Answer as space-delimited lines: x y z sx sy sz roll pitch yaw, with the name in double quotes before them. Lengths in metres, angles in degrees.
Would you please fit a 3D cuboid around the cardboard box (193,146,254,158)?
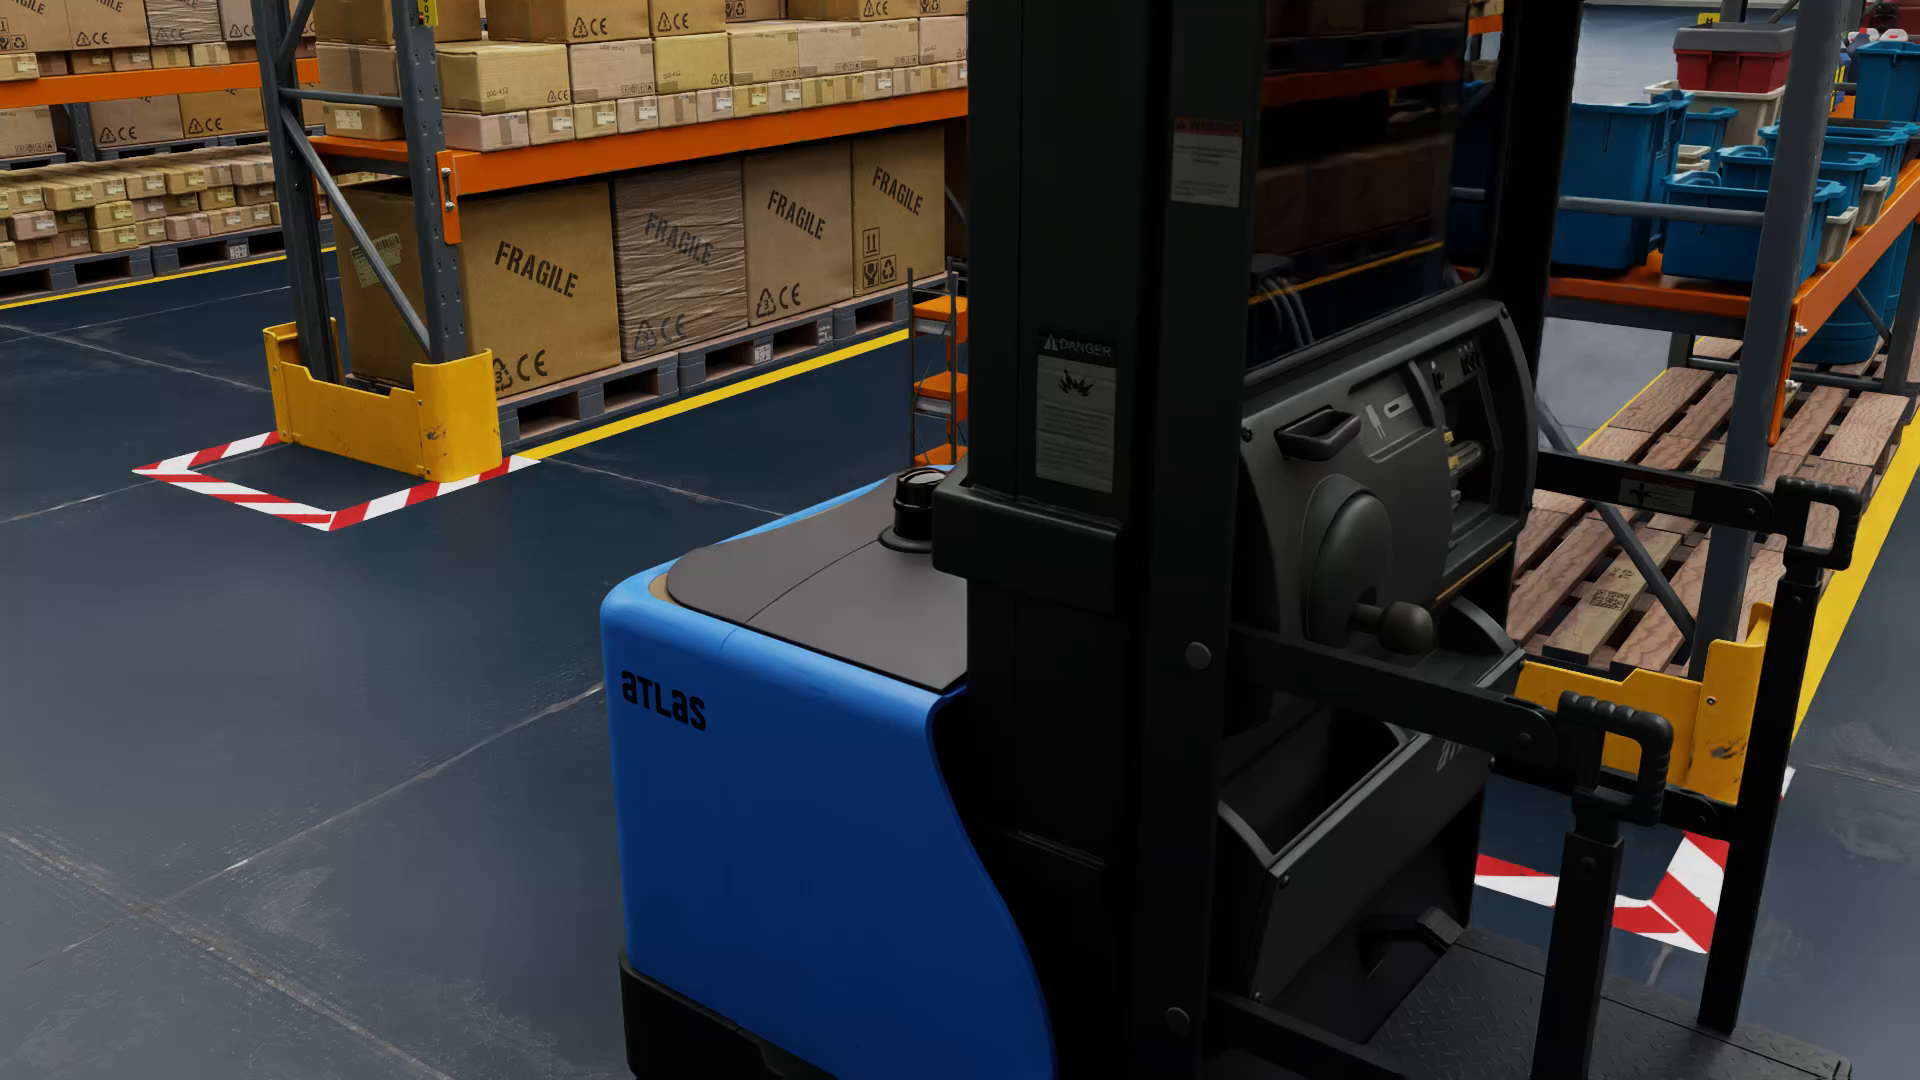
"cardboard box" -5.309 -2.743 12.003 0.380 0.149 0.250 14 24 33

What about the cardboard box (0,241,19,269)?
"cardboard box" -5.990 -1.749 10.172 0.380 0.149 0.250 14 24 33

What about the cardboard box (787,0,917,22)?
"cardboard box" -0.578 -3.046 8.883 0.500 0.500 0.500 14 24 32

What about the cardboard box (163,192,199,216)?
"cardboard box" -5.354 -2.288 11.203 0.380 0.149 0.250 15 25 35

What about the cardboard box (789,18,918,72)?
"cardboard box" -0.575 -2.695 9.013 0.500 0.250 0.500 14 25 33

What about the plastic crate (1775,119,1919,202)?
"plastic crate" 2.912 -1.259 5.499 0.416 0.233 0.300 13 24 32

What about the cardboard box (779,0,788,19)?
"cardboard box" -1.019 -3.146 9.152 0.500 0.500 0.500 13 24 32

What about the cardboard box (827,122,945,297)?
"cardboard box" -0.692 -1.979 9.748 0.875 0.875 0.875 13 24 32

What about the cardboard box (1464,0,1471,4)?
"cardboard box" 4.546 -5.551 16.375 0.875 0.500 0.500 13 24 32

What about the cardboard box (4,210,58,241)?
"cardboard box" -5.842 -1.968 10.337 0.380 0.149 0.250 13 24 32

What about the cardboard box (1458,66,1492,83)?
"cardboard box" 5.450 -4.890 18.158 0.500 0.500 0.500 16 26 37

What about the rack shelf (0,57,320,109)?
"rack shelf" -5.425 -3.037 11.189 1.077 0.370 4.000 13 24 32

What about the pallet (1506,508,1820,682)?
"pallet" 2.088 0.240 5.311 1.003 0.211 1.213 13 24 32

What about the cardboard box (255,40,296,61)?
"cardboard box" -4.815 -3.390 11.468 0.380 0.149 0.250 12 23 30

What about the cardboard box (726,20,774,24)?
"cardboard box" -1.306 -2.646 8.882 0.500 0.250 0.500 14 24 33

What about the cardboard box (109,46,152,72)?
"cardboard box" -5.424 -3.099 10.682 0.380 0.149 0.250 13 24 31

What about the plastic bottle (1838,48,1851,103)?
"plastic bottle" 4.604 -2.438 8.717 0.097 0.271 0.097 0 20 0

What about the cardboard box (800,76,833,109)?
"cardboard box" -0.878 -2.314 8.560 0.380 0.149 0.250 13 24 31

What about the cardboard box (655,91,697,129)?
"cardboard box" -1.455 -2.019 7.763 0.380 0.149 0.250 13 24 31

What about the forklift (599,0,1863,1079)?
"forklift" 0.817 -0.105 2.323 3.031 2.935 1.130 15 25 35

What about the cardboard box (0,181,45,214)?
"cardboard box" -5.918 -2.126 10.336 0.380 0.149 0.250 14 24 33

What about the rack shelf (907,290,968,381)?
"rack shelf" -0.030 -0.733 5.947 0.215 0.259 0.240 13 24 32

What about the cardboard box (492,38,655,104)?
"cardboard box" -1.724 -2.109 7.431 0.500 0.250 0.500 13 24 31

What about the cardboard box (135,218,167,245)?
"cardboard box" -5.478 -2.056 11.003 0.380 0.149 0.250 13 24 32

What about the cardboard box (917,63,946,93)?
"cardboard box" -0.301 -2.609 9.356 0.380 0.149 0.250 14 24 33

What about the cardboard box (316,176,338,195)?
"cardboard box" -4.715 -2.582 11.998 0.380 0.149 0.250 14 24 32

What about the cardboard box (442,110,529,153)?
"cardboard box" -2.031 -1.724 6.965 0.380 0.149 0.250 14 24 32

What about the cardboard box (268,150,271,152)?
"cardboard box" -4.741 -2.721 11.945 0.380 0.149 0.250 14 25 34

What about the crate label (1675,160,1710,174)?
"crate label" 2.212 -1.177 5.418 0.396 0.136 0.243 13 24 32

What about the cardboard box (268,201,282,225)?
"cardboard box" -4.821 -2.332 11.751 0.380 0.149 0.250 13 24 32

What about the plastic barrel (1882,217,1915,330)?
"plastic barrel" 4.559 -1.555 8.564 0.600 0.901 0.708 13 24 32

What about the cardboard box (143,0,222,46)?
"cardboard box" -5.221 -3.506 10.847 0.500 0.500 0.500 13 24 30

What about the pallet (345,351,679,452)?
"pallet" -2.119 -0.741 7.965 1.003 0.211 1.213 13 24 32

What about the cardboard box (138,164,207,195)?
"cardboard box" -5.250 -2.405 11.090 0.380 0.149 0.250 14 24 33

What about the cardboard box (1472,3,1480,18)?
"cardboard box" 5.013 -5.353 16.774 0.380 0.149 0.250 13 24 32

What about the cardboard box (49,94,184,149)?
"cardboard box" -8.169 -4.279 15.966 0.875 0.875 0.875 14 25 33

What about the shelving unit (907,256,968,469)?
"shelving unit" -0.030 -0.477 6.041 0.215 1.050 0.252 13 24 32

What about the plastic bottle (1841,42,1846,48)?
"plastic bottle" 4.799 -2.617 9.194 0.152 0.276 0.135 13 24 32

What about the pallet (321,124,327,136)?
"pallet" -6.708 -4.513 18.162 1.003 0.211 1.213 13 24 32

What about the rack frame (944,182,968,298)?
"rack frame" -0.255 -2.952 9.922 1.000 3.000 0.127 13 24 32

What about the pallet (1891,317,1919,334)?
"pallet" 4.994 -1.243 9.322 1.003 0.211 1.213 13 24 32

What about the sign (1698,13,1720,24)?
"sign" 3.387 -2.224 7.554 0.100 0.325 0.005 13 24 32

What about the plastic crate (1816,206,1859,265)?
"plastic crate" 2.252 -0.826 4.467 0.250 0.136 0.298 13 24 32

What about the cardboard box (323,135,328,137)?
"cardboard box" -4.666 -3.029 12.776 0.380 0.149 0.250 14 25 34

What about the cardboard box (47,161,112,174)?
"cardboard box" -5.929 -2.451 11.213 0.380 0.149 0.250 14 25 34

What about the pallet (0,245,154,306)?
"pallet" -6.020 -1.741 10.667 1.003 0.211 1.213 13 24 32

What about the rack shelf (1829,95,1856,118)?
"rack shelf" 4.965 -2.223 8.987 1.077 0.370 4.000 13 24 32

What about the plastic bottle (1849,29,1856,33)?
"plastic bottle" 5.356 -2.933 10.038 0.061 0.283 0.133 13 24 32
